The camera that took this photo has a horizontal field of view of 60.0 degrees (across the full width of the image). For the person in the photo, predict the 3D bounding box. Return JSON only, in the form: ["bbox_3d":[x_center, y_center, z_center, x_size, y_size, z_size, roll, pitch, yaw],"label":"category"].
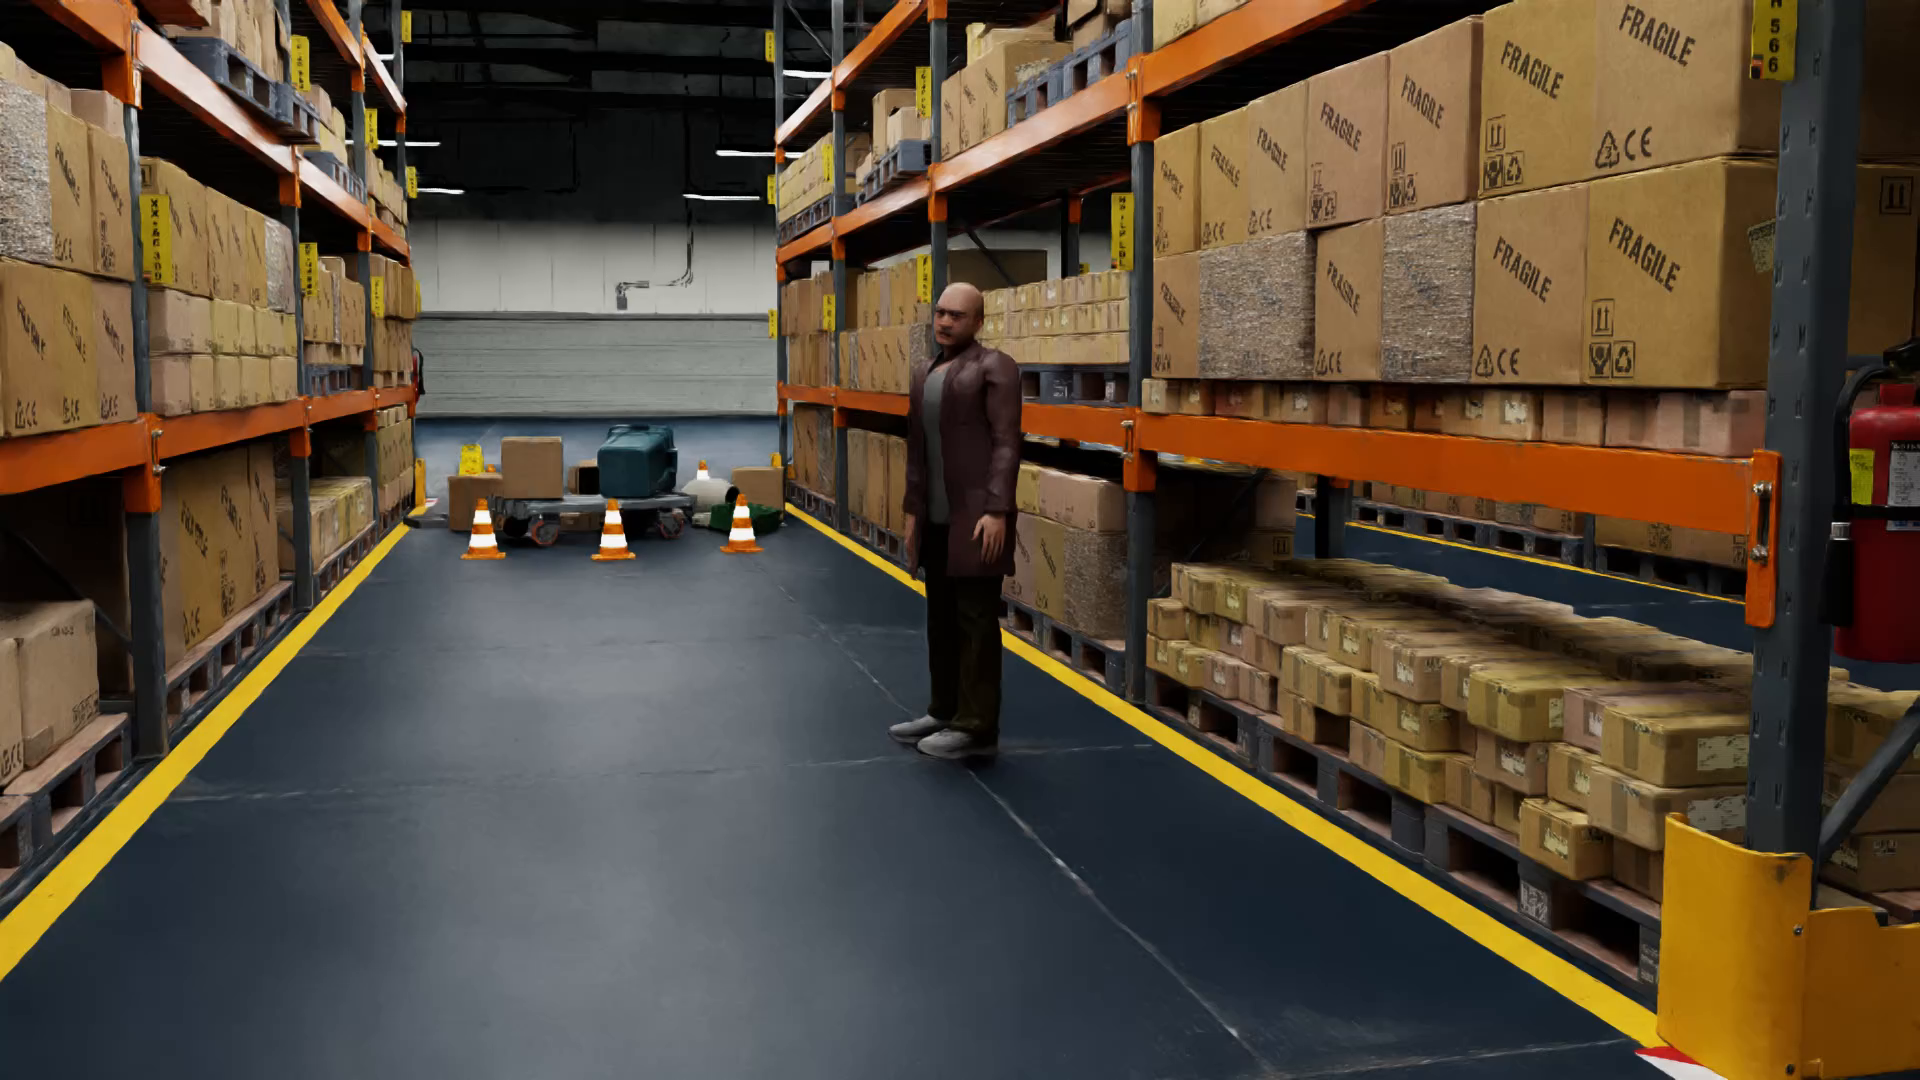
[{"bbox_3d":[-0.047,-0.072,6.281,0.517,1.787,0.650,-5,8,-41],"label":"person"}]
